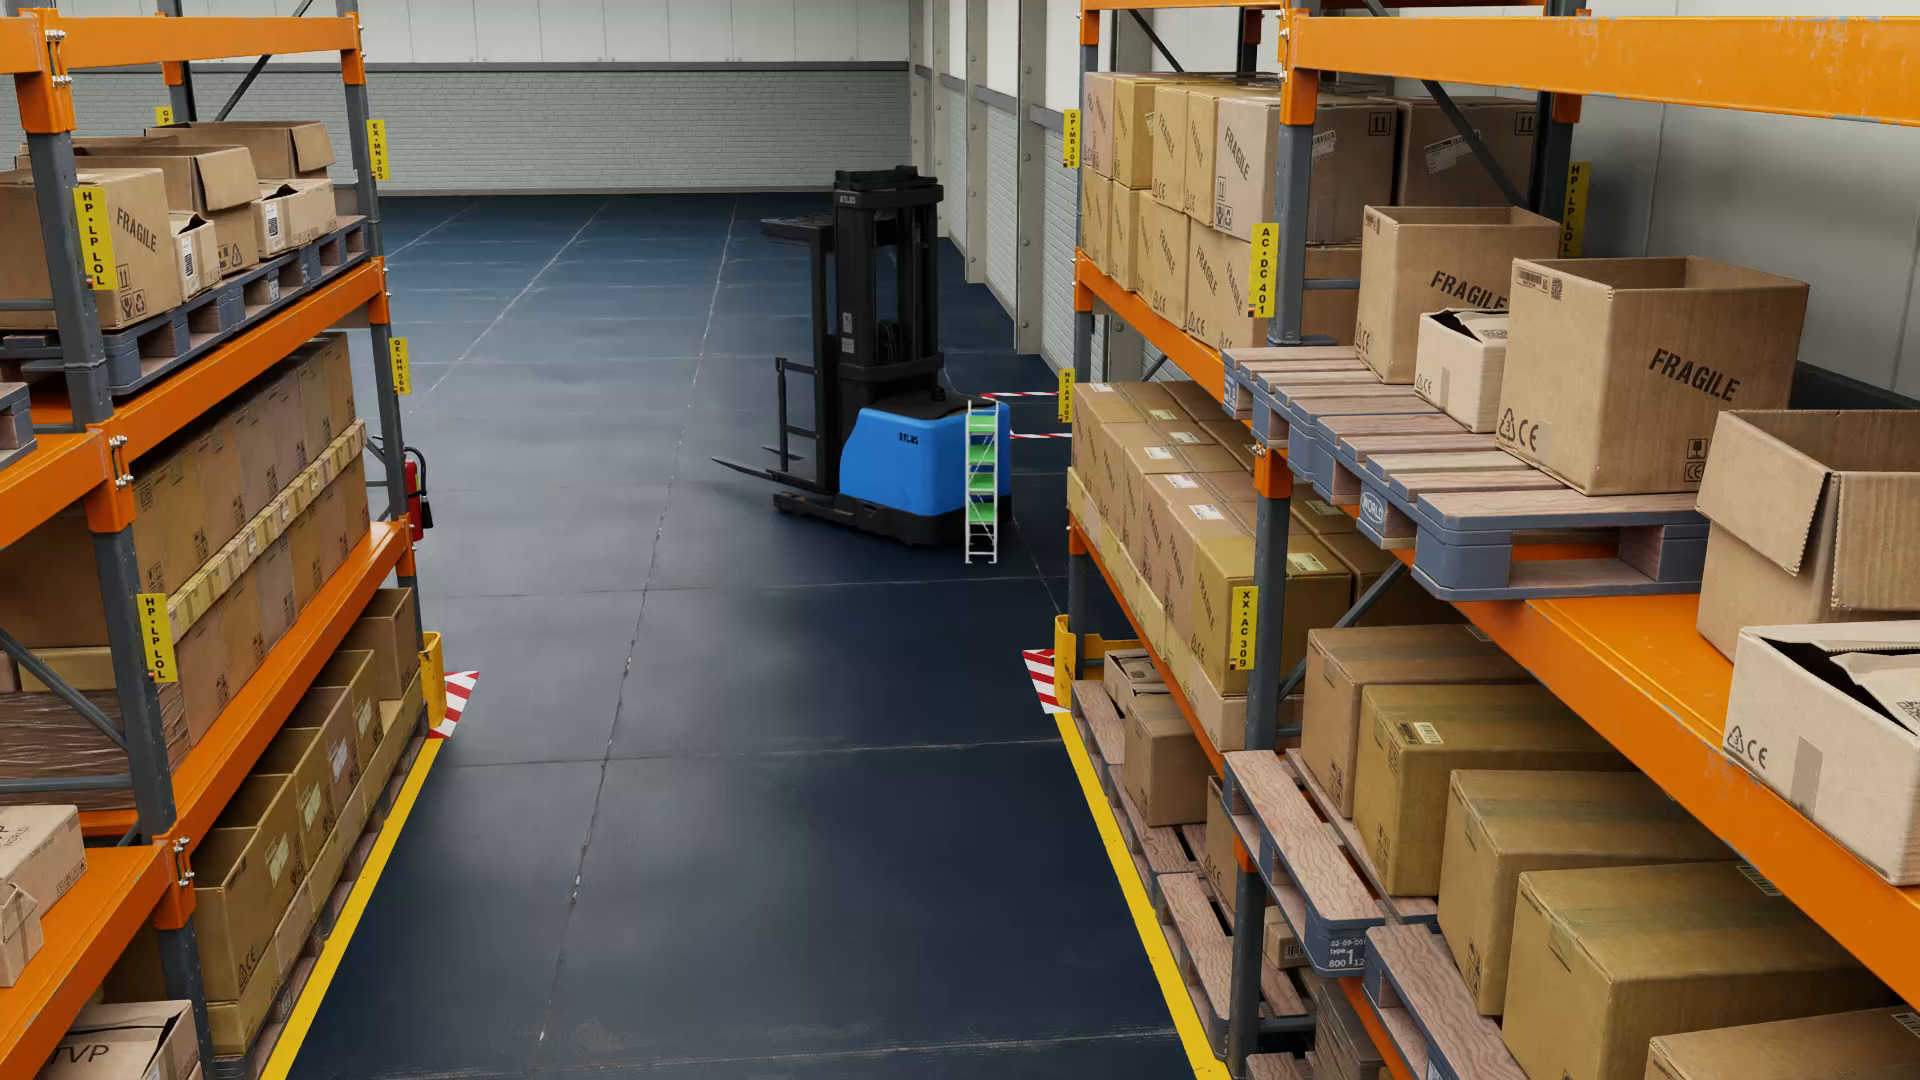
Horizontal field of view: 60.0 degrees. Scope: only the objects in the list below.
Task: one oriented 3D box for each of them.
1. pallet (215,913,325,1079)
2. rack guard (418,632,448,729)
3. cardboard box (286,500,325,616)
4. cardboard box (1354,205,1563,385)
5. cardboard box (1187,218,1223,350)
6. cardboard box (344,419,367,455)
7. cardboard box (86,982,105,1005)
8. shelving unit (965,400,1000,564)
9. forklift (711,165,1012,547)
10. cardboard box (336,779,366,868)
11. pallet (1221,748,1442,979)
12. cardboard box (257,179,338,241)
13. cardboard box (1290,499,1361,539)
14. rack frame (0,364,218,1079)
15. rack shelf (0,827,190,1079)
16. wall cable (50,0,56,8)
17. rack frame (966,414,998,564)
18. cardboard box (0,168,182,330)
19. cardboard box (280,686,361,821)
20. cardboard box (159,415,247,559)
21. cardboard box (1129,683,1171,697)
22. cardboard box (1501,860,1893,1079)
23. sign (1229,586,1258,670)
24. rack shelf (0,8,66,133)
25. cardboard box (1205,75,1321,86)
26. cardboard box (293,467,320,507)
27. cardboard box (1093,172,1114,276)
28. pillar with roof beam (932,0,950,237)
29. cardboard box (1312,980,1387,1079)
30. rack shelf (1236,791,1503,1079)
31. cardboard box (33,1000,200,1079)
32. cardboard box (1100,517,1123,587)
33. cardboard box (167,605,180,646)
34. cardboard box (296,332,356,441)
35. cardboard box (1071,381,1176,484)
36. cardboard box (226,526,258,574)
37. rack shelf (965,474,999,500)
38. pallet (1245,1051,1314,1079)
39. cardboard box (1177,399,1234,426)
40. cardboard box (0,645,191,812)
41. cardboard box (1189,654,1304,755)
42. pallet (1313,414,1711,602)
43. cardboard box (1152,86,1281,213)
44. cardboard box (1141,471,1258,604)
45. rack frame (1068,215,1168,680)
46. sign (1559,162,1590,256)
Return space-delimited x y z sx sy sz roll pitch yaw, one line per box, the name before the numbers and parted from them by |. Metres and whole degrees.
pallet | -3.371 1.969 7.054 1.003 0.211 1.213 -2 18 -6
rack guard | -3.746 0.870 10.070 1.175 0.500 0.348 -2 18 -6
cardboard box | -3.604 0.081 8.244 0.700 0.500 0.500 -2 18 -5
cardboard box | 1.573 -0.791 5.314 0.500 0.500 0.500 1 17 2
cardboard box | 1.259 -1.060 6.837 0.500 0.500 0.500 -3 18 -10
cardboard box | -3.514 -0.564 9.217 0.380 0.149 0.250 -2 18 -7
cardboard box | -3.596 1.857 6.645 0.500 0.250 0.500 -2 18 -6
shelving unit | 0.177 -0.461 13.143 0.258 1.200 0.503 1 17 2
forklift | -0.980 -1.700 14.200 3.031 2.935 1.130 16 24 41
cardboard box | -3.228 1.393 8.120 0.500 0.250 0.500 -2 18 -6
pallet | 1.530 1.046 5.657 1.003 0.211 1.213 -2 18 -6
cardboard box | -3.362 -1.607 8.096 0.500 0.250 0.500 -2 18 -6
cardboard box | 1.706 0.126 7.233 0.500 0.500 0.500 -2 18 -6
rack frame | -3.331 0.877 5.877 1.000 3.000 0.127 -2 18 -6
rack shelf | -3.125 1.816 4.087 1.077 0.370 4.000 -2 18 -6
wall cable | -21.854 -13.944 37.392 2.305 6.003 0.169 -2 18 -6
rack frame | 0.167 -0.388 12.910 0.240 1.200 0.015 1 17 2
cardboard box | -3.121 -1.028 5.833 0.500 0.500 0.500 0 17 -1
cardboard box | -3.224 1.036 8.008 0.500 0.500 0.500 -2 18 -6
cardboard box | -3.487 -0.222 7.043 0.700 0.500 0.500 -2 18 -6
cardboard box | 1.224 0.982 9.295 0.500 0.311 0.500 0 17 -1
cardboard box | 1.800 1.146 4.117 0.700 0.500 0.500 -2 18 -6
sign | 1.057 0.328 6.178 0.100 0.325 0.005 -2 18 -6
rack shelf | -3.125 -0.856 3.248 1.077 0.370 4.000 -2 18 -6
cardboard box | 1.555 -2.152 8.647 0.500 0.500 0.500 -1 17 -2
cardboard box | -3.408 -0.257 8.238 0.380 0.149 0.250 -1 17 -4
cardboard box | 0.989 -1.689 8.842 0.500 0.500 0.500 -1 17 -2
pillar with roof beam | -4.641 -10.167 31.039 9.100 9.000 0.400 -2 18 -6
cardboard box | 1.688 1.924 5.980 0.700 0.500 0.500 -1 17 -4
rack shelf | 1.802 1.661 4.578 1.077 0.370 4.000 -2 18 -6
cardboard box | -3.004 1.832 5.786 0.500 0.311 0.500 -2 18 -6
cardboard box | 1.032 0.054 8.714 0.500 0.250 0.500 -2 18 -7
cardboard box | -3.192 0.359 6.277 0.380 0.149 0.250 -2 17 -5
cardboard box | -3.703 -0.827 8.969 0.700 0.500 0.500 -2 18 -5
cardboard box | 0.934 -0.614 9.589 0.500 0.500 0.500 -2 18 -6
cardboard box | -3.303 0.049 7.262 0.380 0.149 0.250 -2 18 -7
rack shelf | 0.177 -0.400 13.162 0.258 0.148 0.480 1 17 2
pallet | 1.678 2.285 6.047 1.003 0.211 1.213 -2 18 -6
cardboard box | 1.486 -0.481 9.166 0.500 0.500 0.500 -2 17 -5
cardboard box | -3.383 0.697 6.283 0.700 0.500 0.500 -2 18 -7
cardboard box | 1.246 0.653 6.807 0.500 0.250 0.500 -2 18 -6
pallet | 1.664 -0.123 4.367 1.213 0.211 1.003 -2 18 -6
cardboard box | 1.143 -1.702 7.214 0.500 0.500 0.500 -2 18 -8
cardboard box | 1.141 -0.004 7.646 0.500 0.500 0.500 -2 18 -7
rack frame | 1.183 -0.469 10.164 1.000 3.000 0.127 -2 18 -6
sign | 2.148 -1.162 5.841 0.100 0.325 0.005 -2 18 -6
